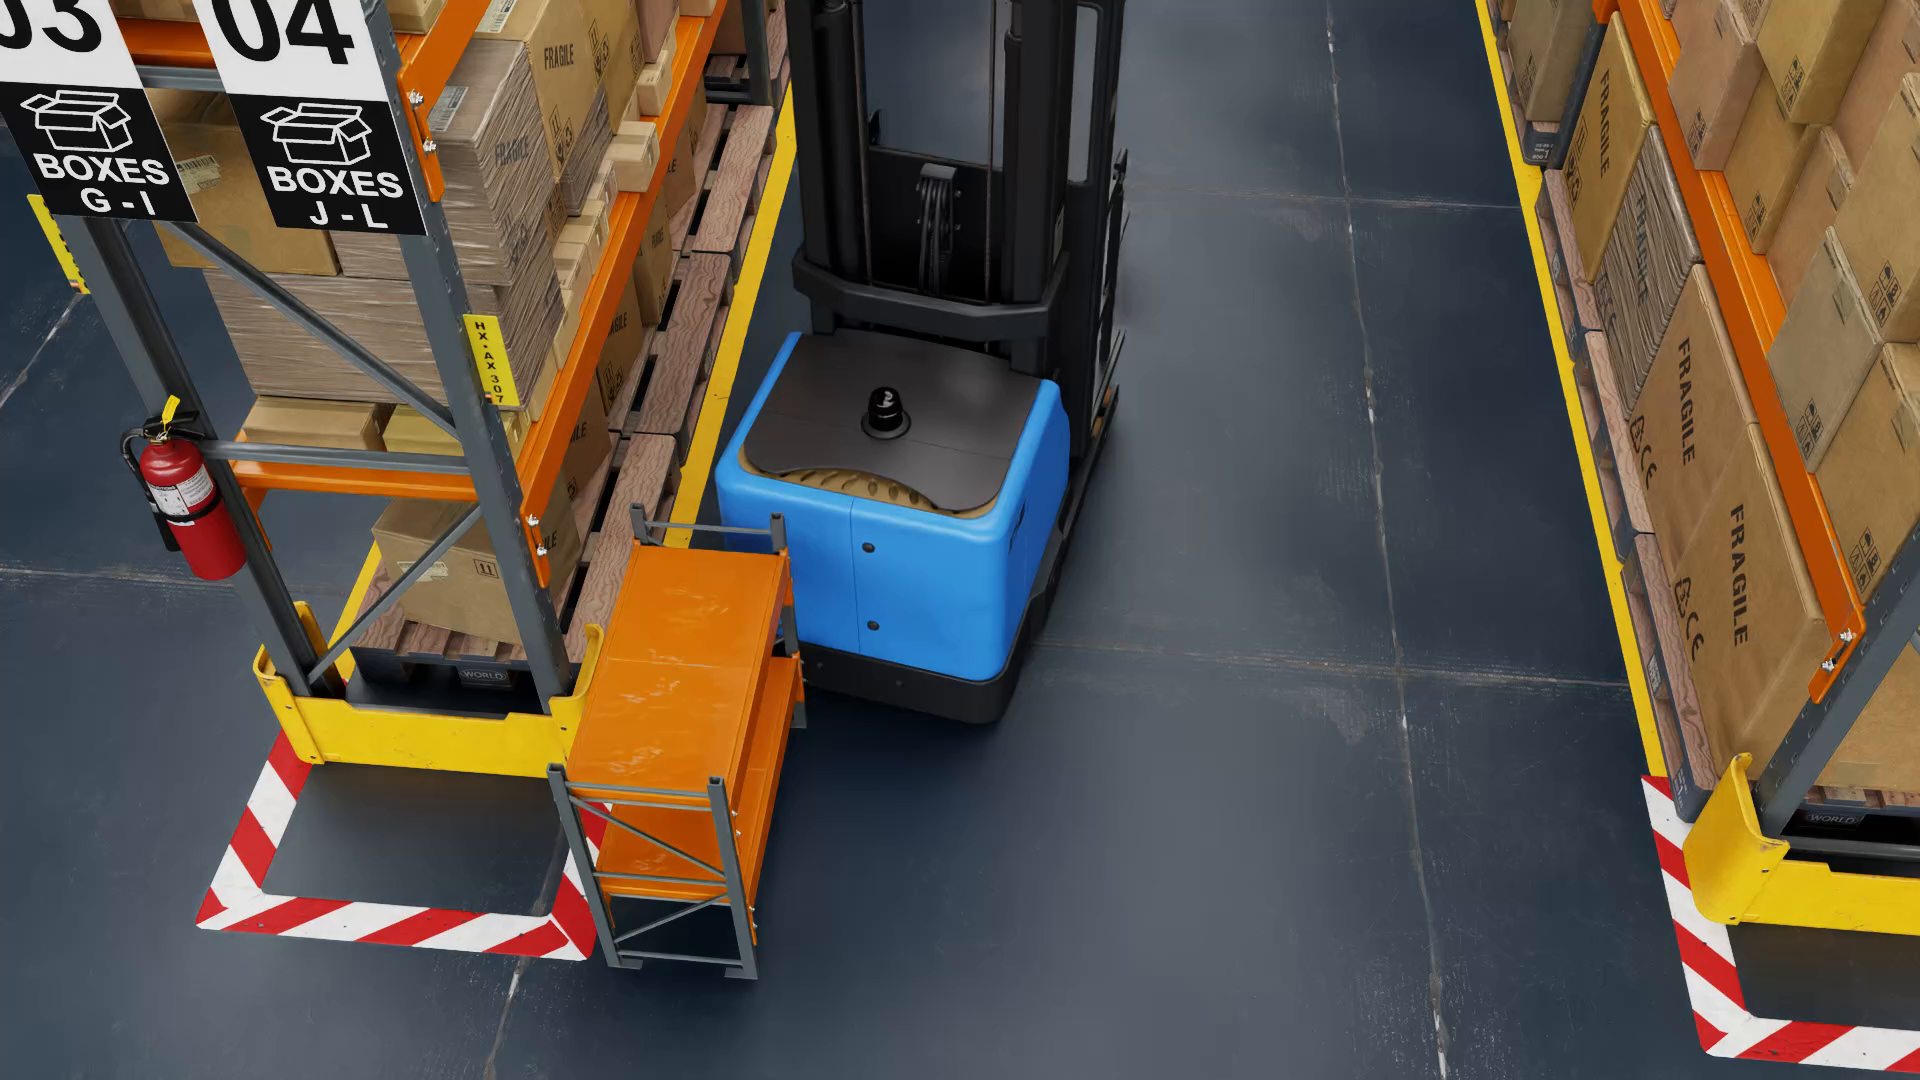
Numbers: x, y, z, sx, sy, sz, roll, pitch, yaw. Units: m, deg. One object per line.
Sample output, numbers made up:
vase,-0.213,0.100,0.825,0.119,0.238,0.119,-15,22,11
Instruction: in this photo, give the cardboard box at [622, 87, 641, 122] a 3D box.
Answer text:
cardboard box,-1.453,-1.637,6.411,0.380,0.149,0.250,4,48,4

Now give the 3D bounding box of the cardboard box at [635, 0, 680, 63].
cardboard box,-1.605,-2.248,6.530,0.875,0.500,0.500,4,48,4

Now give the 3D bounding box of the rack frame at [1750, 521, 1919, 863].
rack frame,3.089,0.168,4.590,1.000,3.000,0.127,4,48,4

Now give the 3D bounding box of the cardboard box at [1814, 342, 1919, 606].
cardboard box,3.078,-0.158,4.786,0.875,0.550,0.550,4,48,4

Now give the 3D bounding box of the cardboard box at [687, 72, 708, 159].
cardboard box,-1.552,-2.186,8.152,0.500,0.500,0.500,3,48,2

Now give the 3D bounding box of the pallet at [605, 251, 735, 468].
pallet,-1.611,-0.843,7.404,1.003,0.211,1.213,4,48,4

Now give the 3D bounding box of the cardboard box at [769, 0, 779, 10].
cardboard box,-1.337,-3.283,9.142,0.700,0.500,0.500,4,48,3

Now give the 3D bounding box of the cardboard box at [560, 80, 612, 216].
cardboard box,-1.749,-1.516,5.861,0.875,0.500,0.500,4,48,4

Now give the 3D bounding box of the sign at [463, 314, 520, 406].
sign,-1.300,-0.496,4.610,0.100,0.325,0.005,4,48,4

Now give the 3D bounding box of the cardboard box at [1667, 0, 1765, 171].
cardboard box,3.238,-1.756,6.247,0.875,0.550,0.550,4,48,4

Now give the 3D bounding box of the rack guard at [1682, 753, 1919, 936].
rack guard,3.087,1.029,5.496,1.175,0.500,0.348,4,48,4

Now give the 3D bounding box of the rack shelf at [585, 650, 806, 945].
rack shelf,-0.862,0.826,5.590,0.538,0.278,1.000,4,48,4

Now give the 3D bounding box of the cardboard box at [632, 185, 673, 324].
cardboard box,-1.575,-1.303,7.344,0.500,0.500,0.500,0,48,0

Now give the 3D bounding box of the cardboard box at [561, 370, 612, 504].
cardboard box,-1.747,-0.437,6.553,0.500,0.500,0.500,15,49,14

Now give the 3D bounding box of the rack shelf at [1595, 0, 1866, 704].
rack shelf,3.272,-1.059,6.199,1.077,0.370,4.000,4,48,4

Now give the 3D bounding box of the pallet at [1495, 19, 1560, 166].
pallet,3.449,-2.402,8.830,1.003,0.211,1.213,4,48,4

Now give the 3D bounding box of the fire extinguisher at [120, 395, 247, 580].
fire extinguisher,-2.310,-0.161,4.943,0.296,0.674,0.183,4,48,4

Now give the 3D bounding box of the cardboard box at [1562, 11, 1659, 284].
cardboard box,3.327,-1.739,7.489,0.875,0.875,0.875,5,48,4

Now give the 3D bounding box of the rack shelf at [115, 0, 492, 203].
rack shelf,-1.658,-2.479,5.465,1.077,0.370,4.000,4,48,4

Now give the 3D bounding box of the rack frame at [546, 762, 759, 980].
rack frame,-0.911,1.034,5.068,0.500,1.125,0.032,4,48,4

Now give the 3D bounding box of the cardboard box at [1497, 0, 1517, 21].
cardboard box,3.513,-3.325,9.024,1.050,0.750,0.750,4,48,4

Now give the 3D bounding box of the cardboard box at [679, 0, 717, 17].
cardboard box,-1.230,-2.363,7.074,0.380,0.149,0.250,4,48,4

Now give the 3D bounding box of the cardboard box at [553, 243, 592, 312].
cardboard box,-1.496,-0.899,5.735,0.380,0.149,0.250,4,48,4

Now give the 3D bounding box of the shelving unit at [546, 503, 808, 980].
shelving unit,-0.862,0.661,5.409,0.538,1.125,1.048,4,48,4

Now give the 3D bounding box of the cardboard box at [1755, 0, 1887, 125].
cardboard box,3.225,-1.728,5.490,0.875,0.550,0.500,4,48,4

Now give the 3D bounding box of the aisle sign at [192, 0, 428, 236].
aisle sign,-1.548,-1.052,3.943,0.394,0.787,0.004,4,48,4

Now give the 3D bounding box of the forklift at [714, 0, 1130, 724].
forklift,0.059,-1.431,6.099,1.130,2.935,3.031,12,49,11

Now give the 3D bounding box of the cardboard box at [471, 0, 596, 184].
cardboard box,-1.467,-1.464,5.135,0.500,0.500,0.500,4,48,4

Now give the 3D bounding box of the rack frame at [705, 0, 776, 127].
rack frame,-1.476,-3.179,7.651,1.000,3.000,0.127,4,48,4

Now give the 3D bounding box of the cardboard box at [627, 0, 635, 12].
cardboard box,-1.383,-2.200,5.808,0.500,0.500,0.500,4,48,4

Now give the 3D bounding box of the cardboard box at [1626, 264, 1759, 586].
cardboard box,3.164,-0.406,6.270,0.875,0.875,0.875,3,48,3

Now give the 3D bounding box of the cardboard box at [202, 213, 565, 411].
cardboard box,-1.763,-0.776,5.184,0.875,0.500,0.500,4,48,4

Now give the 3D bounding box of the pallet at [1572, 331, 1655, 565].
pallet,3.198,-0.378,6.978,1.003,0.211,1.213,4,48,4

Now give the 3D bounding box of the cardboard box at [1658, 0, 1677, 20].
cardboard box,3.432,-2.550,6.974,0.875,0.550,0.550,4,48,4

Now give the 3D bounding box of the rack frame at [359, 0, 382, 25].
rack frame,-1.841,-2.265,2.749,1.000,3.000,0.127,4,48,4

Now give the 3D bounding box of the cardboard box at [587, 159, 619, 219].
cardboard box,-1.470,-1.268,6.073,0.380,0.149,0.250,4,48,4

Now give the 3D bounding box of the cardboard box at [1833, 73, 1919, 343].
cardboard box,3.120,-0.928,4.758,0.875,0.550,0.550,4,48,4

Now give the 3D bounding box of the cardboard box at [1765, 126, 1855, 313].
cardboard box,3.283,-0.967,5.526,0.875,0.550,0.550,4,48,4

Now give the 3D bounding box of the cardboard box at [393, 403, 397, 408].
cardboard box,-1.997,-0.562,5.428,0.380,0.149,0.250,4,48,4

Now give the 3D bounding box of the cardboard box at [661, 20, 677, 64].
cardboard box,-1.366,-2.001,6.744,0.380,0.149,0.250,4,48,4

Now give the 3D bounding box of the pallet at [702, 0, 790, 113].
pallet,-1.407,-2.810,9.203,1.003,0.211,1.213,4,48,4

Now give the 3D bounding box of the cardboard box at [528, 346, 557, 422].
cardboard box,-1.535,-0.531,5.399,0.380,0.149,0.250,4,48,4

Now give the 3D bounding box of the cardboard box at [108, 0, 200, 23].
cardboard box,-2.050,-1.573,4.251,0.500,0.250,0.500,5,48,4
